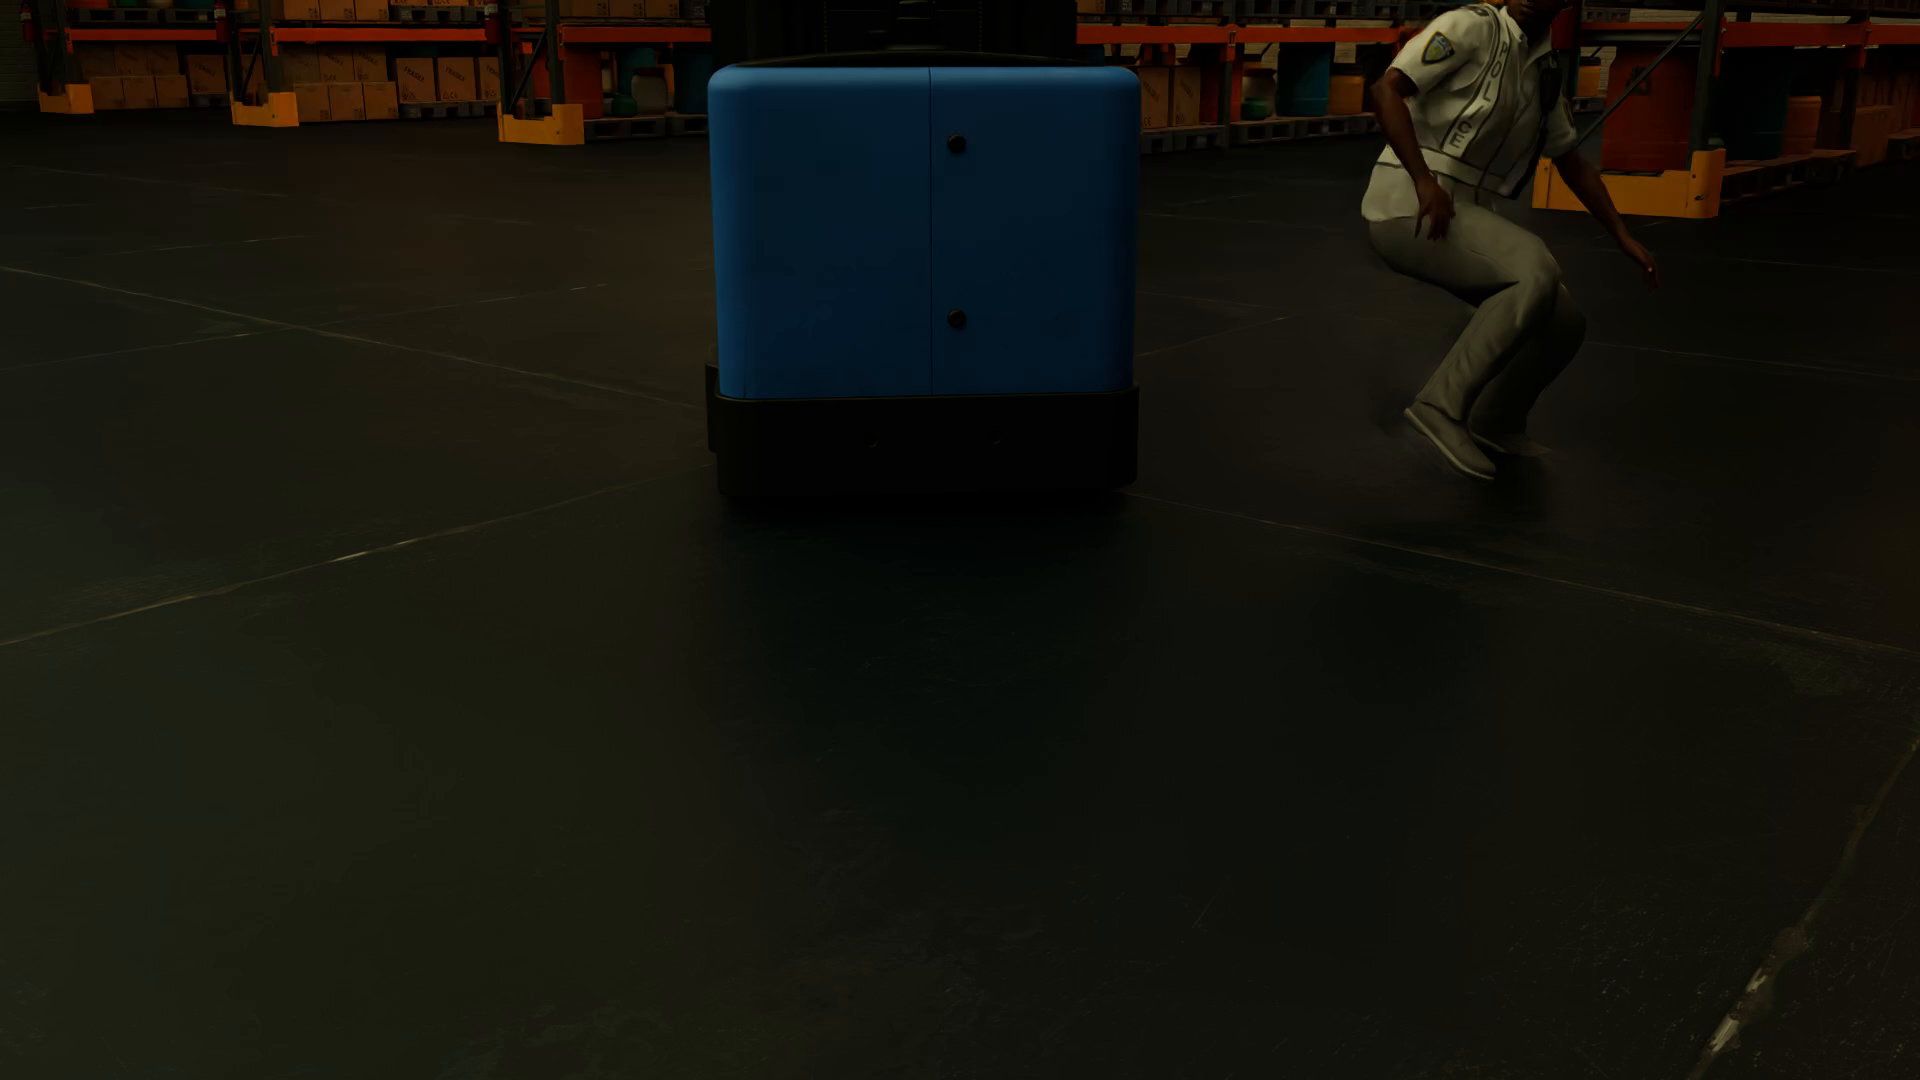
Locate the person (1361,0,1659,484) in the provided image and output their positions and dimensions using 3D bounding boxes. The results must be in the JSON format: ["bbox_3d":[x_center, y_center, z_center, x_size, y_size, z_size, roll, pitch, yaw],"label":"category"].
[{"bbox_3d":[1.408,-0.841,4.335,0.644,1.463,0.792,15,23,41],"label":"person"}]

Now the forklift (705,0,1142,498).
[{"bbox_3d":[-0.222,-1.886,5.107,1.130,2.935,3.031,-2,17,-6],"label":"forklift"}]
